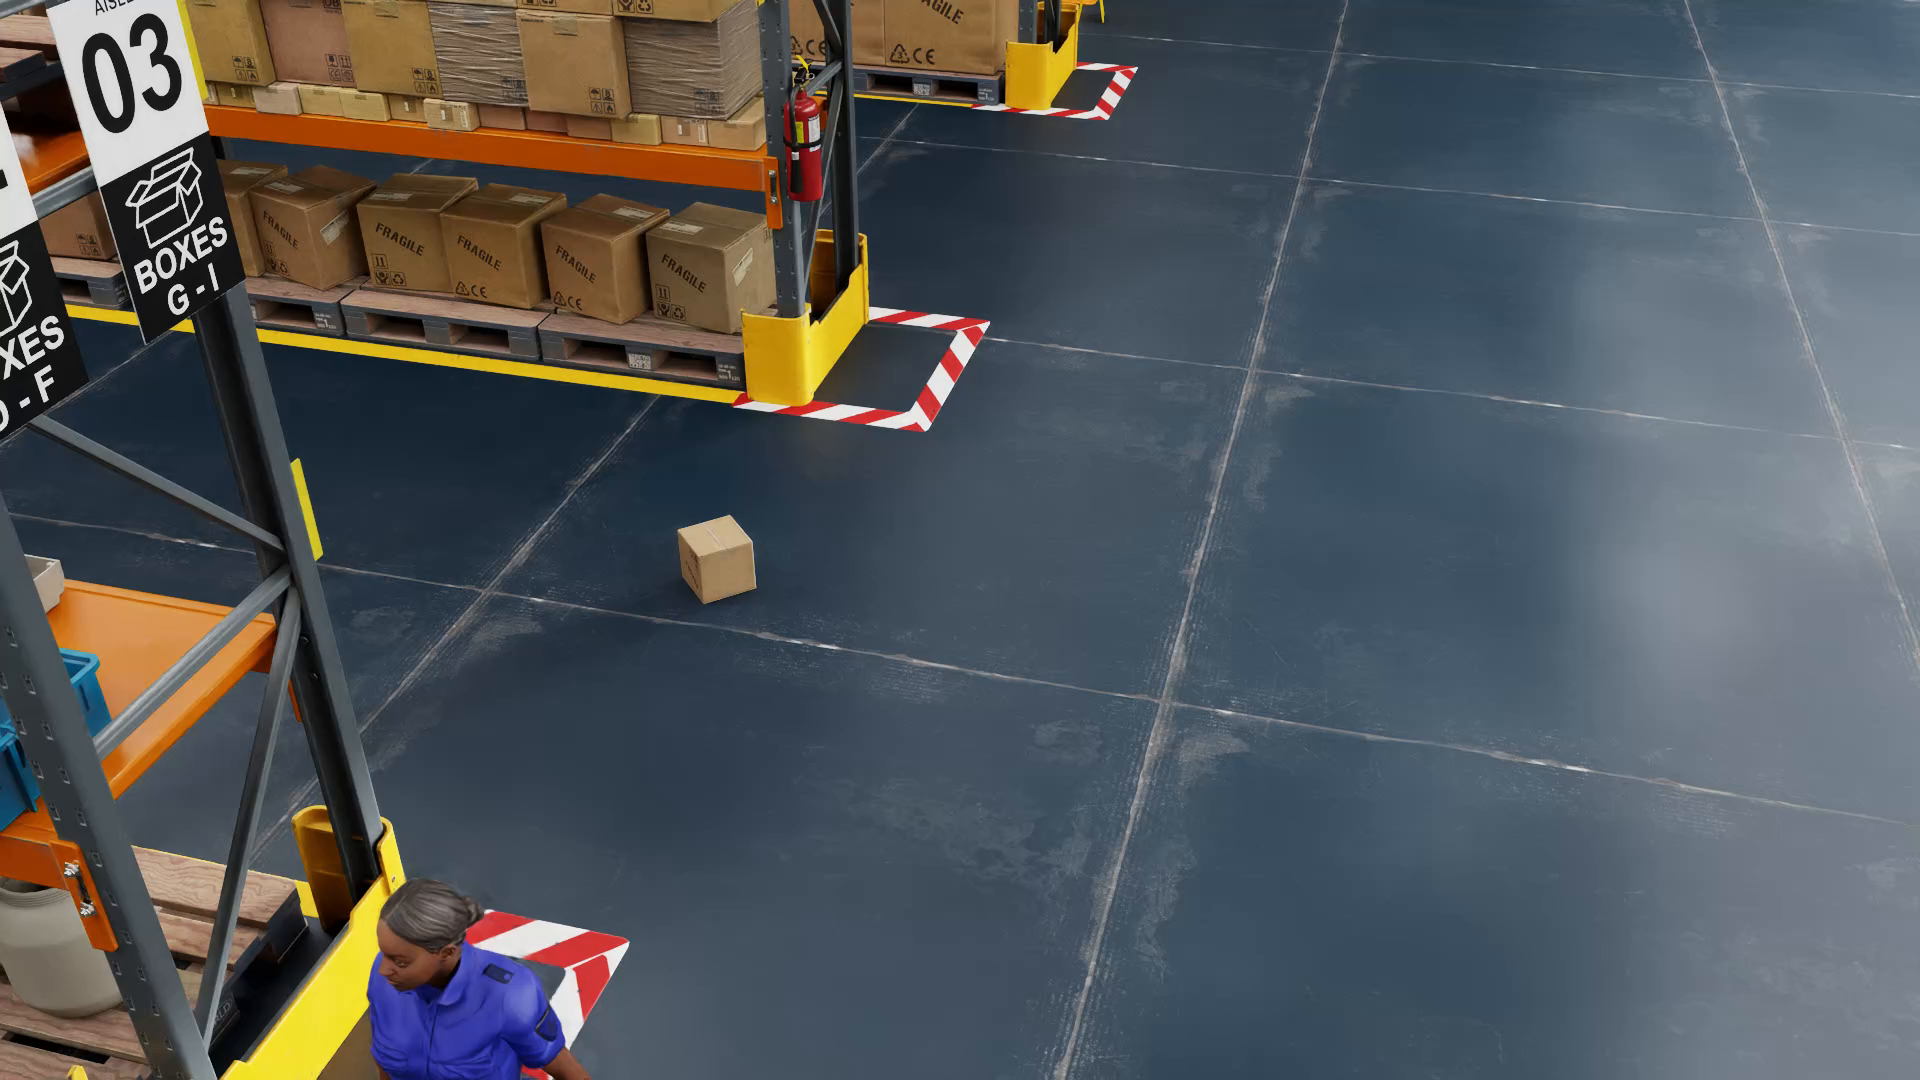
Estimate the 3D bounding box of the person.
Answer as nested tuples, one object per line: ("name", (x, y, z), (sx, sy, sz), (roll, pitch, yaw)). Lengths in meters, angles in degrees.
("person", (-1.142, 1.421, 3.946), (0.527, 1.592, 1.006), (13, 35, 19))
